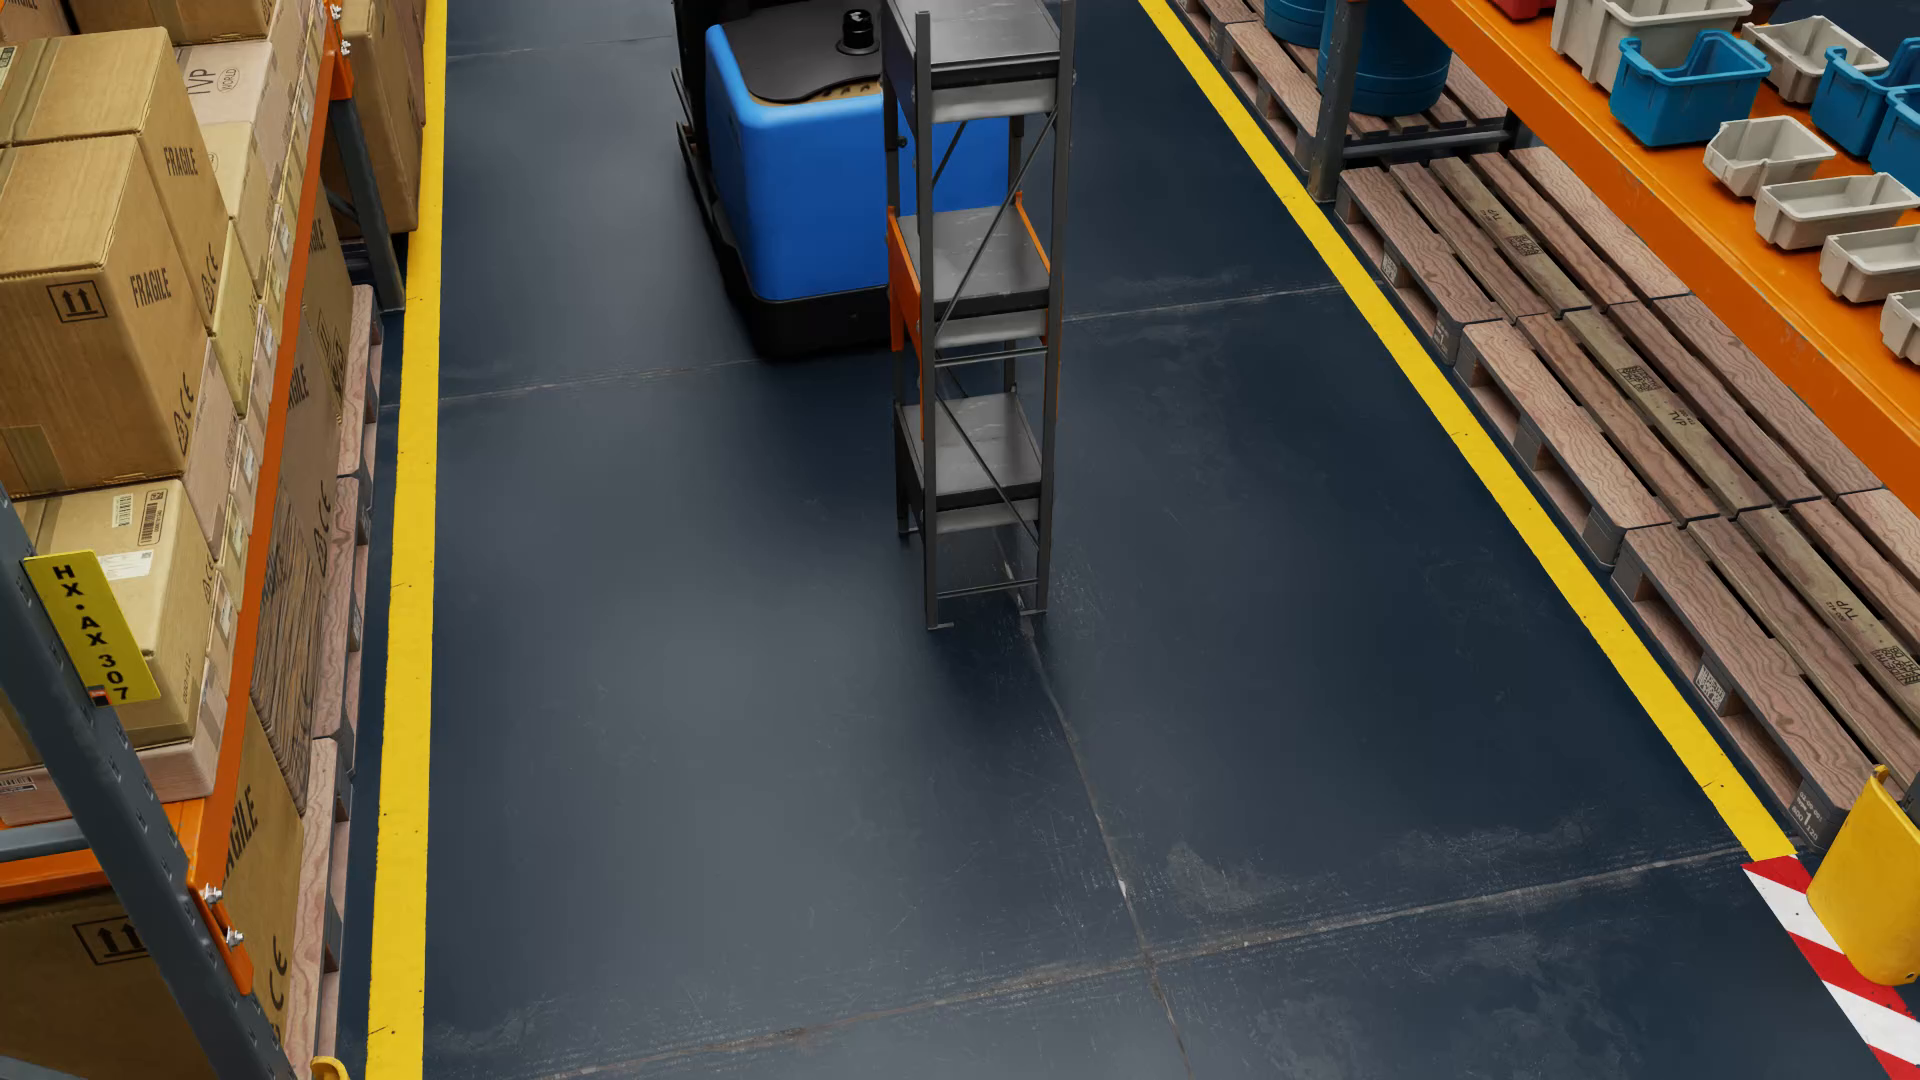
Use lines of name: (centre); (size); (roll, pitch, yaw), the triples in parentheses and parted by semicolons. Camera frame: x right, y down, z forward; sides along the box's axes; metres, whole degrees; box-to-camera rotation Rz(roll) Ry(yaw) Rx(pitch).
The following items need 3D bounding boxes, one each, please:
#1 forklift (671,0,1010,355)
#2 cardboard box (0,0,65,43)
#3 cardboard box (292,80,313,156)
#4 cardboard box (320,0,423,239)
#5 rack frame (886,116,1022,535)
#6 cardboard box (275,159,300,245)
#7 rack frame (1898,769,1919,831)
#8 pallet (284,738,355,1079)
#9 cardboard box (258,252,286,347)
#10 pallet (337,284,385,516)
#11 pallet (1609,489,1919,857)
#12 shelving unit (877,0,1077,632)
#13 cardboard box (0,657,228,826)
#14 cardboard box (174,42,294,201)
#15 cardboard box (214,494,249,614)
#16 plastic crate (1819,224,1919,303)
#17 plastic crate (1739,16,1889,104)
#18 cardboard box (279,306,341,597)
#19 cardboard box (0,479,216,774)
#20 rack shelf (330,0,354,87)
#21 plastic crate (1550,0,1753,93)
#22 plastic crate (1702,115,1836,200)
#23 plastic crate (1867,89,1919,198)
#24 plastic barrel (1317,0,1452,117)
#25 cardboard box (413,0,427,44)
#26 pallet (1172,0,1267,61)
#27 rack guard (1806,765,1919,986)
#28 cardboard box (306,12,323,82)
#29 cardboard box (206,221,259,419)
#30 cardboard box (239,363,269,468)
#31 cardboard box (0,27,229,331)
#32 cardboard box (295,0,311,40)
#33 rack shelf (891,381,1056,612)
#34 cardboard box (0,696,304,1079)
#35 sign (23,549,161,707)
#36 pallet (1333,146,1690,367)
forklift: (-0.682, -2.806, 6.703); (1.130, 2.935, 3.031); (-11, 43, -12)
cardboard box: (-2.699, -1.352, 4.337); (0.500, 0.500, 0.500); (-10, 42, -11)
cardboard box: (-2.216, -1.276, 5.117); (0.380, 0.149, 0.250); (-8, 42, -8)
cardboard box: (-2.926, -1.795, 6.796); (1.225, 0.875, 0.875); (-8, 42, -9)
rack frame: (-0.017, -0.836, 5.110); (0.400, 2.100, 0.015); (-8, 42, -9)
cardboard box: (-2.105, -0.943, 4.742); (0.380, 0.149, 0.250); (-9, 42, -10)
rack frame: (2.931, -0.137, 3.645); (1.000, 3.000, 0.127); (-8, 42, -9)
pallet: (-2.154, 1.108, 4.342); (1.003, 0.211, 1.213); (-8, 42, -9)
cardboard box: (-1.993, -0.608, 4.364); (0.380, 0.149, 0.250); (-9, 42, -10)
pallet: (-2.681, -0.473, 6.124); (1.003, 0.211, 1.213); (-8, 42, -9)
pallet: (2.791, 0.366, 5.179); (1.003, 0.211, 1.213); (-8, 42, -9)
shelving unit: (0.036, -0.678, 4.932); (0.431, 2.100, 0.503); (-8, 42, -9)
cardboard box: (-1.659, 0.389, 3.241); (0.380, 0.149, 0.250); (-8, 42, -9)
cardboard box: (-2.192, -1.161, 4.687); (0.500, 0.250, 0.500); (-8, 42, -8)
cardboard box: (-1.772, 0.057, 3.615); (0.380, 0.149, 0.250); (-9, 42, -10)
plastic crate: (2.530, -0.754, 4.493); (0.396, 0.136, 0.243); (-8, 42, -9)
plastic crate: (2.737, -1.568, 5.410); (0.293, 0.136, 0.466); (-8, 42, -9)
cardboard box: (-2.510, -0.360, 5.180); (0.875, 0.875, 0.875); (-8, 42, -9)
cardboard box: (-1.745, 0.168, 3.191); (0.500, 0.250, 0.500); (-9, 42, -10)
rack shelf: (-3.200, -3.048, 7.466); (1.077, 0.370, 4.000); (-8, 42, -9)
plastic crate: (2.218, -1.692, 5.441); (0.437, 0.282, 0.530); (-8, 42, -9)
plastic crate: (2.364, -1.120, 4.905); (0.298, 0.136, 0.250); (-8, 42, -9)
plastic crate: (2.915, -1.158, 4.876); (0.416, 0.233, 0.300); (-8, 42, -9)
plastic barrel: (1.967, -2.457, 7.523); (0.600, 0.901, 0.708); (-8, 42, -9)
cardboard box: (-3.318, -2.946, 8.094); (1.225, 0.875, 0.875); (-8, 42, -9)
pallet: (1.675, -2.986, 8.954); (1.003, 0.211, 1.213); (-8, 42, -9)
rack guard: (2.949, 0.811, 4.459); (1.175, 0.500, 0.348); (-8, 42, -9)
cardboard box: (-2.327, -1.608, 5.492); (0.380, 0.149, 0.250); (-8, 42, -8)
cardboard box: (-1.968, -0.495, 3.937); (0.500, 0.250, 0.500); (-10, 43, -11)
cardboard box: (-1.883, -0.277, 3.991); (0.380, 0.149, 0.250); (-9, 42, -10)
cardboard box: (-1.971, -0.772, 3.684); (0.500, 0.500, 0.500); (-9, 42, -10)
cardboard box: (-2.417, -1.827, 5.437); (0.500, 0.250, 0.500); (-9, 42, -10)
rack shelf: (0.036, -0.144, 5.406); (0.431, 0.518, 0.480); (-8, 42, -9)
cardboard box: (-2.121, 0.807, 3.866); (0.875, 0.875, 0.875); (-8, 42, -9)
sign: (-1.362, 0.144, 2.617); (0.100, 0.325, 0.005); (-8, 42, -9)
pallet: (2.265, -1.216, 6.961); (1.003, 0.211, 1.213); (-8, 42, -9)
